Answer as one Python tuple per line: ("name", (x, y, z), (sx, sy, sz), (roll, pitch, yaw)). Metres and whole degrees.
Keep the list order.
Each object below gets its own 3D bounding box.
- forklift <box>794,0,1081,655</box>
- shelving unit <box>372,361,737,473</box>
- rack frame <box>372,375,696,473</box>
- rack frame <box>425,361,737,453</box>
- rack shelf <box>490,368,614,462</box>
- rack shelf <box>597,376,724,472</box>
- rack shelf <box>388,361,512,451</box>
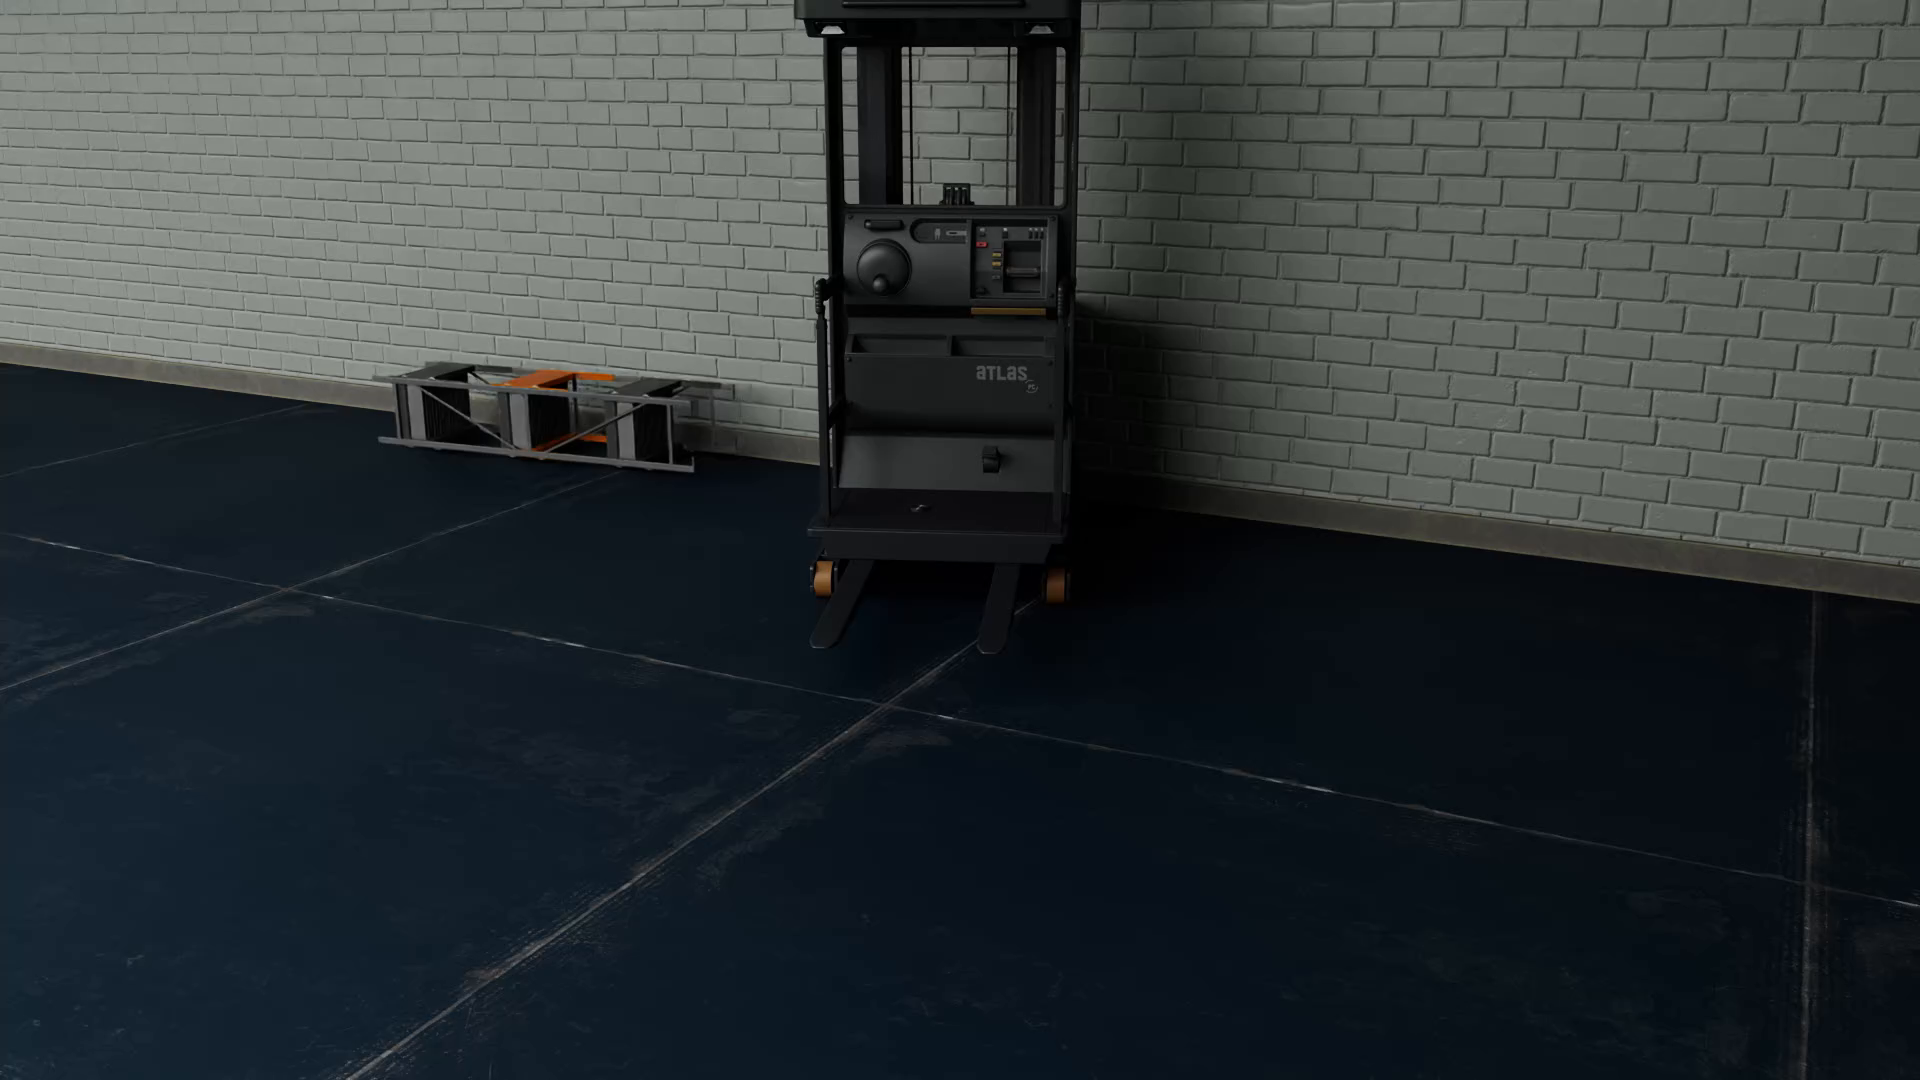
("forklift", (-0.057, -1.228, 7.009), (1.130, 2.935, 3.031), (1, 17, 5))
("shelving unit", (-2.353, -0.730, 9.620), (2.100, 0.431, 0.503), (6, 18, 19))
("rack frame", (-2.437, -0.665, 9.401), (2.100, 0.400, 0.015), (6, 18, 19))
("rack frame", (-2.269, -0.795, 9.840), (2.100, 0.400, 0.015), (6, 18, 19))
("rack shelf", (-2.340, -0.728, 9.616), (0.518, 0.431, 0.480), (6, 18, 19))
("rack shelf", (-1.683, -0.660, 9.384), (0.518, 0.431, 0.480), (6, 18, 19))
("rack shelf", (-2.997, -0.797, 9.847), (0.518, 0.431, 0.480), (6, 18, 19))
